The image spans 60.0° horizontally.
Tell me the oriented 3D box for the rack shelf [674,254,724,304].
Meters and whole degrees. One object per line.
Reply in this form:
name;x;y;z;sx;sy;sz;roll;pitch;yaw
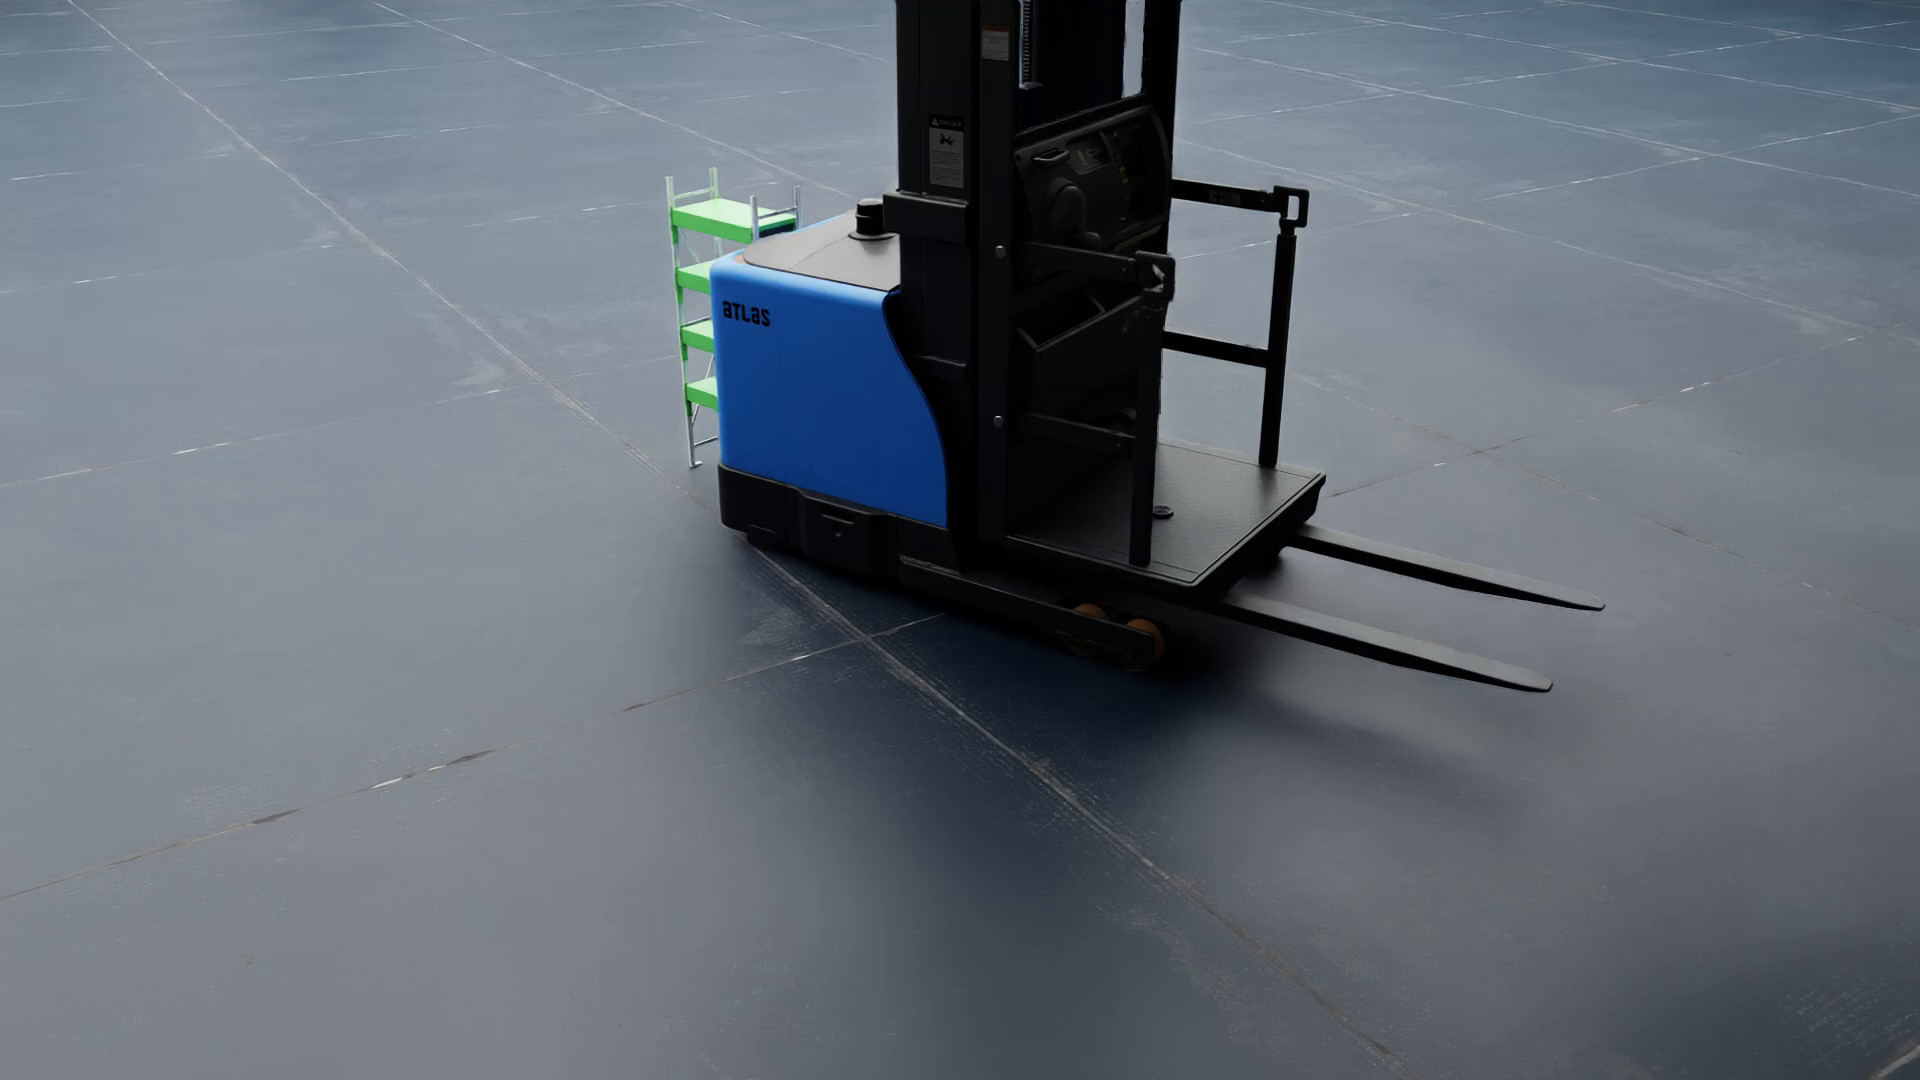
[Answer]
rack shelf;-0.861;-0.978;6.498;0.480;0.148;0.258;21;32;38

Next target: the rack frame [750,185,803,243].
rack frame;-0.679;-0.751;6.423;0.015;1.200;0.240;21;32;38

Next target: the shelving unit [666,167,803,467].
shelving unit;-0.860;-0.819;6.572;0.503;1.200;0.258;21;32;38

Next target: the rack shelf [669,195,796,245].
rack shelf;-0.863;-1.196;6.397;0.480;0.148;0.258;21;32;38

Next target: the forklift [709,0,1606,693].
forklift;0.614;-1.160;5.274;3.031;2.935;1.130;16;29;30

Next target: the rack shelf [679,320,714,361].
rack shelf;-0.859;-0.761;6.599;0.480;0.148;0.258;21;32;38

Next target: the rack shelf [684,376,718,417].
rack shelf;-0.858;-0.543;6.700;0.480;0.148;0.258;21;32;38

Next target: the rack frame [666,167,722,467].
rack frame;-1.041;-0.886;6.721;0.015;1.200;0.240;21;32;38
